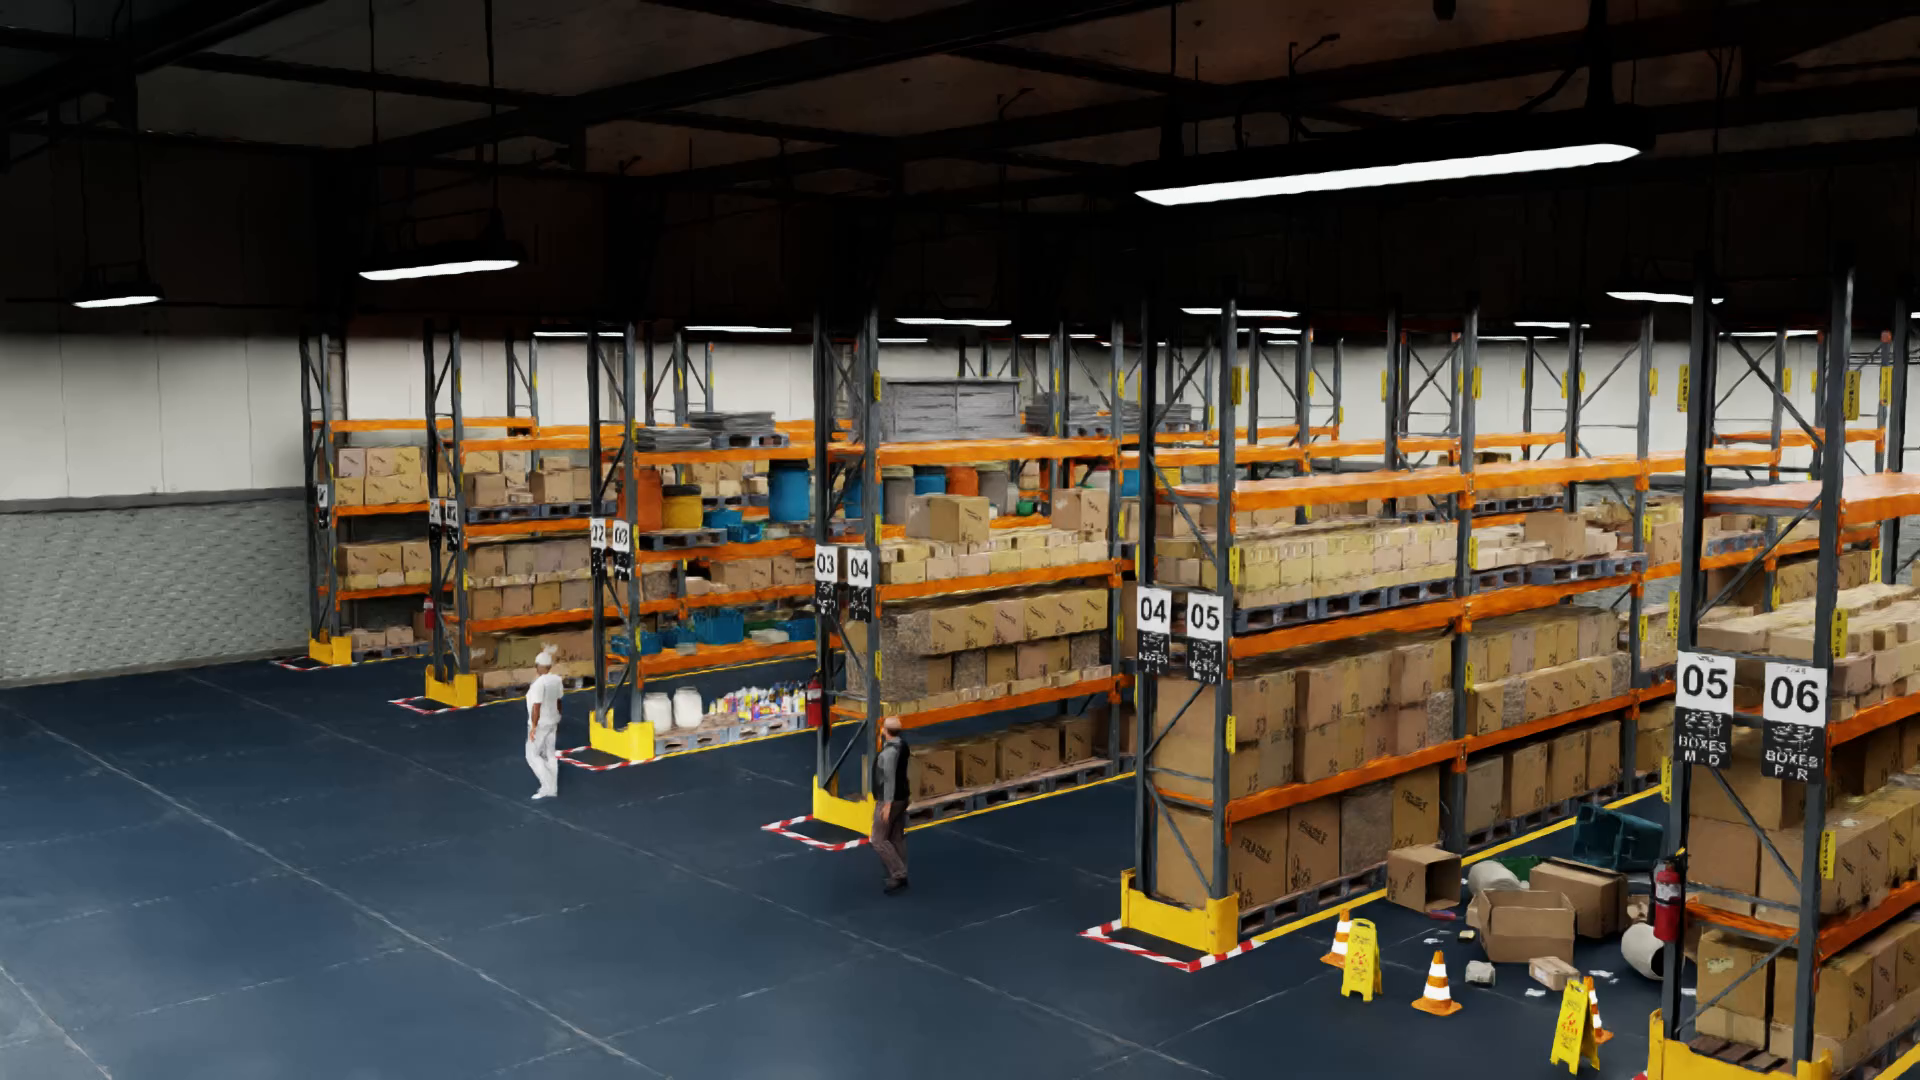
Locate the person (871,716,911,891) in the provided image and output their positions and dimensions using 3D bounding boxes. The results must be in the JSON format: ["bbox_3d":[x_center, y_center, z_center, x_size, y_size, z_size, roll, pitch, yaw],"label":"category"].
[{"bbox_3d":[-0.679,2.623,16.651,0.398,1.715,0.643,2,6,15],"label":"person"}]

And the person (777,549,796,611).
[{"bbox_3d":[-3.384,0.982,32.784,0.457,1.733,0.593,2,6,16],"label":"person"}]

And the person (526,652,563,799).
[{"bbox_3d":[-5.042,2.242,20.198,0.399,1.760,0.652,2,6,20],"label":"person"}]
